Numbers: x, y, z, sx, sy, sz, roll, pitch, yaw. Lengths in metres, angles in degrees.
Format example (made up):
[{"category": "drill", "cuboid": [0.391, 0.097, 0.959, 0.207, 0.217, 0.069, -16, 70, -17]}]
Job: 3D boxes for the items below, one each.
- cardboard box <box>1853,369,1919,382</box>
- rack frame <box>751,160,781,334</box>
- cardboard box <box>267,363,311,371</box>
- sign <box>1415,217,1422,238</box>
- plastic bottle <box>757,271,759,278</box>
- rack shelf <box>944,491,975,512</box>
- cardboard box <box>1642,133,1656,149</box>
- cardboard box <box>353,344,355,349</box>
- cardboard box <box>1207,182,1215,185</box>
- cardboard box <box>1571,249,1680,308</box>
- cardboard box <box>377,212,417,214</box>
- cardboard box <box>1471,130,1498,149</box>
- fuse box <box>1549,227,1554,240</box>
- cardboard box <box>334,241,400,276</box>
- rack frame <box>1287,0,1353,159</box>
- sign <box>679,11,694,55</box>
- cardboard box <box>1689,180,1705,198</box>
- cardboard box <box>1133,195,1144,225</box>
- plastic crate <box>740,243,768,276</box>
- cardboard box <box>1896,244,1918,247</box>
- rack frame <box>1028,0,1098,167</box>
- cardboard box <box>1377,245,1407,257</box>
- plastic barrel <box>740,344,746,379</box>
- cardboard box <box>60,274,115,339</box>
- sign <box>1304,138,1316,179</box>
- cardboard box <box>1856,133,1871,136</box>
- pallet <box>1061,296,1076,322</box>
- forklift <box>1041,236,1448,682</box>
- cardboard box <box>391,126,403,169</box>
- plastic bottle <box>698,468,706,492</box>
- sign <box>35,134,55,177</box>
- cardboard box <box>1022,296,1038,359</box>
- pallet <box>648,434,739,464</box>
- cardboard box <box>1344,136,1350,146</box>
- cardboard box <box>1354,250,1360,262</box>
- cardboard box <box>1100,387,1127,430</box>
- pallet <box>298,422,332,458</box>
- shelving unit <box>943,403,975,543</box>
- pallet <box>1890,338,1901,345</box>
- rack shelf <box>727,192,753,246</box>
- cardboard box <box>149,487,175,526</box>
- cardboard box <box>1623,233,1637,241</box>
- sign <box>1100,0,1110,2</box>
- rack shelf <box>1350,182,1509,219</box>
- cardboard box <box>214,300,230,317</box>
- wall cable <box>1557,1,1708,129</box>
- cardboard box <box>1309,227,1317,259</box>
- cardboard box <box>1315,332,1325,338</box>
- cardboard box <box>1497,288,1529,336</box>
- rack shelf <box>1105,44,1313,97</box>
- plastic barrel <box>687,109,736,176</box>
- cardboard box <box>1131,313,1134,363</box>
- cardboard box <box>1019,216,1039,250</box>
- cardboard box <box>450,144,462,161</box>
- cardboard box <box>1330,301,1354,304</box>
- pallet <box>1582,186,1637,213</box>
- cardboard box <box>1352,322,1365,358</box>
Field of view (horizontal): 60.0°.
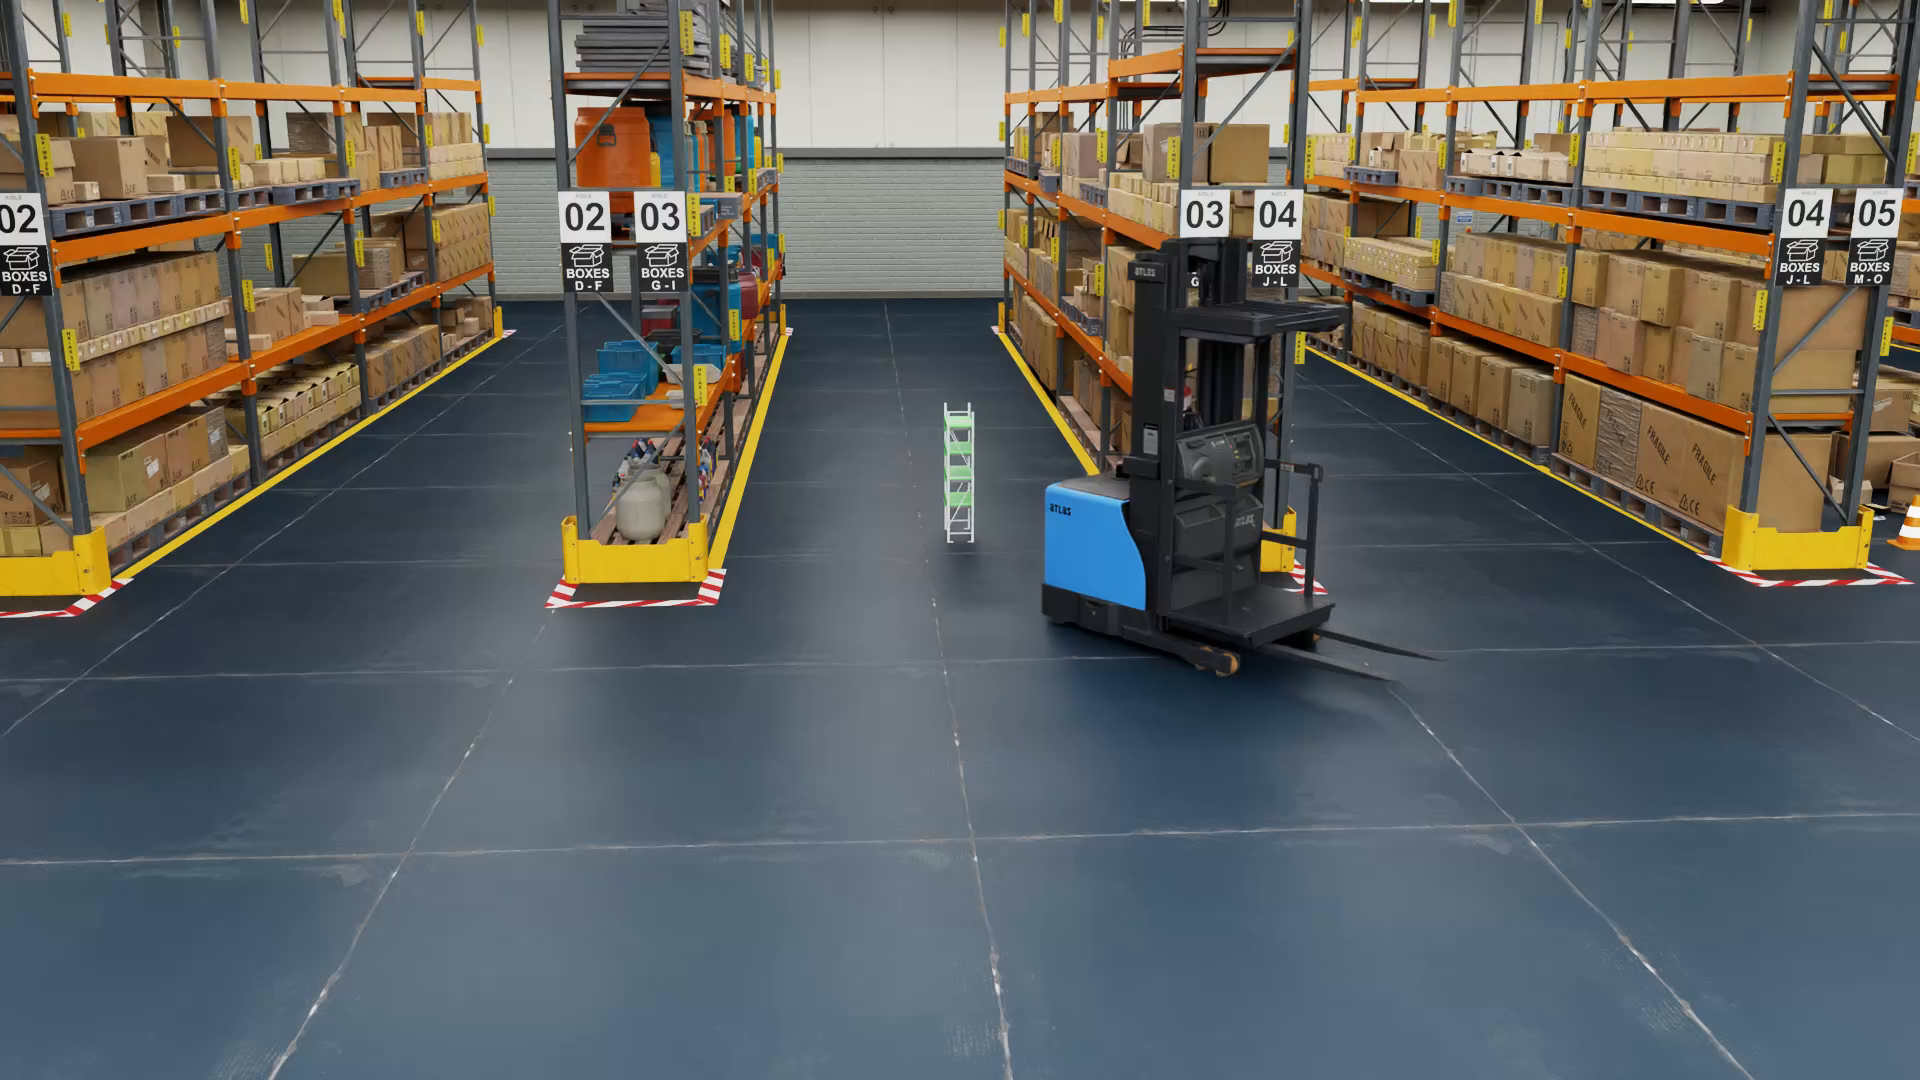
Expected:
[{"category": "cardboard box", "cuboid": [11.748, -1.946, 21.226, 0.950, 0.372, 0.625, -1, 14, -5]}, {"category": "rack frame", "cuboid": [-3.661, -5.100, 29.051, 1.000, 3.000, 0.127, -1, 14, -3]}, {"category": "cardboard box", "cuboid": [-8.370, -2.043, 20.722, 0.500, 0.311, 0.500, 0, 14, -2]}, {"category": "sign", "cuboid": [7.041, -4.803, 25.575, 0.100, 0.325, 0.005, -1, 14, -3]}, {"category": "plastic bottle", "cuboid": [-3.043, -3.861, 24.486, 0.152, 0.276, 0.135, -1, 14, -3]}, {"category": "rack shelf", "cuboid": [-0.010, -0.328, 15.336, 0.258, 0.148, 0.480, -1, 14, -3]}, {"category": "cardboard box", "cuboid": [6.746, -3.800, 15.840, 0.380, 0.149, 0.250, -1, 14, -4]}, {"category": "cardboard box", "cuboid": [-8.433, -2.395, 22.672, 0.500, 0.500, 0.500, -1, 14, -5]}, {"category": "cardboard box", "cuboid": [2.441, -3.166, 15.017, 0.380, 0.149, 0.250, -2, 15, -6]}, {"category": "cardboard box", "cuboid": [6.972, -2.747, 17.437, 0.875, 0.550, 0.550, -1, 14, -3]}, {"category": "cardboard box", "cuboid": [-8.681, -4.811, 25.723, 0.500, 0.500, 0.500, -1, 14, -5]}, {"category": "cardboard box", "cuboid": [6.953, -5.343, 22.240, 0.396, 0.266, 0.258, -1, 14, -3]}, {"category": "fuse box", "cuboid": [12.907, -6.103, 35.538, 0.539, 1.711, 0.414, -1, 14, -3]}, {"category": "cardboard box", "cuboid": [-8.445, -3.990, 23.694, 0.700, 0.500, 0.500, 1, 14, 5]}, {"category": "rack frame", "cuboid": [6.239, -8.133, 28.801, 1.000, 3.000, 0.127, -1, 14, -3]}, {"category": "sign", "cuboid": [-2.120, -3.932, 12.893, 0.100, 0.325, 0.005, -1, 14, -3]}, {"category": "cardboard box", "cuboid": [6.809, -3.162, 14.961, 0.380, 0.149, 0.250, -1, 14, -4]}, {"category": "cardboard box", "cuboid": [1.897, -3.070, 15.443, 0.500, 0.250, 0.500, -1, 14, -4]}, {"category": "plastic crate", "cuboid": [-3.218, -4.391, 26.048, 0.402, 0.464, 0.583, -1, 14, -3]}, {"category": "cardboard box", "cuboid": [12.018, -3.498, 21.187, 0.500, 0.500, 0.500, -1, 14, -4]}, {"category": "rack frame", "cuboid": [1.531, -7.087, 24.735, 1.000, 3.000, 0.127, -1, 14, -3]}, {"category": "cardboard box", "cuboid": [6.154, -4.109, 23.668, 0.380, 0.149, 0.250, 0, 14, -2]}, {"category": "plastic barrel", "cuboid": [-3.282, -2.548, 23.130, 0.600, 0.588, 0.708, -1, 14, -3]}, {"category": "cardboard box", "cuboid": [-7.671, -1.982, 14.129, 0.700, 0.500, 0.500, -1, 14, -5]}, {"category": "sign", "cuboid": [2.816, -3.082, 13.433, 0.100, 0.325, 0.005, -1, 14, -3]}, {"category": "cardboard box", "cuboid": [15.917, -6.932, 28.853, 0.500, 0.250, 0.500, -1, 14, -4]}, {"category": "pallet", "cuboid": [1.929, -2.918, 20.957, 1.213, 0.211, 1.003, -1, 14, -3]}, {"category": "forklift", "cuboid": [2.011, -0.614, 11.755, 1.130, 2.935, 3.031, -14, 20, -42]}, {"category": "cardboard box", "cuboid": [-8.399, -5.656, 23.949, 0.600, 0.600, 0.600, -2, 15, -9]}, {"category": "plastic bottle", "cuboid": [-2.492, -0.553, 15.973, 0.097, 0.271, 0.097, 0, 14, 0]}, {"category": "sign", "cuboid": [-7.059, -2.967, 12.827, 0.100, 0.325, 0.005, -1, 14, -3]}, {"category": "cardboard box", "cuboid": [1.590, -3.197, 25.077, 1.225, 0.875, 0.875, -1, 14, -3]}, {"category": "pallet", "cuboid": [-3.005, -0.960, 18.556, 1.003, 0.211, 1.213, -1, 14, -3]}, {"category": "cardboard box", "cuboid": [6.169, -6.187, 25.756, 0.380, 0.149, 0.250, -1, 14, -2]}, {"category": "cardboard box", "cuboid": [6.087, -4.225, 24.716, 0.380, 0.149, 0.250, -1, 14, -2]}, {"category": "cardboard box", "cuboid": [1.999, -1.466, 19.063, 0.700, 0.500, 0.500, -1, 14, -4]}, {"category": "pallet", "cuboid": [-8.024, -1.176, 19.398, 1.003, 0.211, 1.213, -1, 14, -3]}, {"category": "shelving unit", "cuboid": [-0.010, -0.622, 15.260, 0.258, 1.200, 0.503, -1, 14, -3]}, {"category": "pallet", "cuboid": [16.255, -3.536, 28.572, 1.003, 0.211, 1.213, -1, 14, -3]}, {"category": "rack shelf", "cuboid": [-3.041, -3.717, 19.101, 1.077, 0.370, 4.000, -1, 14, -3]}, {"category": "cardboard box", "cuboid": [-7.490, -0.302, 15.081, 0.500, 0.250, 0.500, -1, 14, -3]}, {"category": "cardboard box", "cuboid": [11.093, -5.107, 26.870, 0.500, 0.500, 0.500, -1, 14, -4]}, {"category": "sign", "cuboid": [1.473, -5.616, 16.827, 0.100, 0.325, 0.005, -1, 14, -3]}, {"category": "rack shelf", "cuboid": [6.611, -4.840, 23.465, 1.077, 0.370, 4.000, -1, 14, -3]}, {"category": "cardboard box", "cuboid": [-7.631, -2.338, 16.815, 0.380, 0.149, 0.250, -1, 14, -3]}, {"category": "wall cable", "cuboid": [14.074, -9.708, 34.845, 2.988, 3.039, 0.133, -1, 14, -3]}, {"category": "cardboard box", "cuboid": [6.106, -4.923, 27.566, 0.500, 0.500, 0.500, -1, 14, -5]}, {"category": "cardboard box", "cuboid": [6.059, -3.405, 27.344, 0.380, 0.149, 0.250, -1, 14, -4]}, {"category": "cardboard box", "cuboid": [6.621, -2.669, 19.402, 0.500, 0.500, 0.500, -1, 14, -3]}, {"category": "rack shelf", "cuboid": [2.150, -4.250, 15.159, 1.077, 0.370, 4.000, -1, 14, -3]}, {"category": "plastic barrel", "cuboid": [-3.197, -5.116, 21.388, 0.600, 0.830, 0.708, -1, 14, -3]}, {"category": "cardboard box", "cuboid": [2.110, -1.899, 15.813, 0.875, 0.500, 0.500, -1, 14, -3]}, {"category": "cardboard box", "cuboid": [1.208, -4.851, 26.283, 0.500, 0.500, 0.500, -1, 14, -3]}, {"category": "cardboard box", "cuboid": [-8.222, -6.150, 26.409, 0.500, 0.250, 0.500, -1, 14, -3]}, {"category": "cardboard box", "cuboid": [6.579, -4.020, 28.538, 0.380, 0.149, 0.250, -1, 15, -6]}, {"category": "pallet", "cuboid": [7.023, -3.449, 16.795, 1.003, 0.211, 1.213, -1, 14, -3]}, {"category": "cardboard box", "cuboid": [6.268, -3.038, 25.211, 0.500, 0.500, 0.500, 0, 14, -1]}]
